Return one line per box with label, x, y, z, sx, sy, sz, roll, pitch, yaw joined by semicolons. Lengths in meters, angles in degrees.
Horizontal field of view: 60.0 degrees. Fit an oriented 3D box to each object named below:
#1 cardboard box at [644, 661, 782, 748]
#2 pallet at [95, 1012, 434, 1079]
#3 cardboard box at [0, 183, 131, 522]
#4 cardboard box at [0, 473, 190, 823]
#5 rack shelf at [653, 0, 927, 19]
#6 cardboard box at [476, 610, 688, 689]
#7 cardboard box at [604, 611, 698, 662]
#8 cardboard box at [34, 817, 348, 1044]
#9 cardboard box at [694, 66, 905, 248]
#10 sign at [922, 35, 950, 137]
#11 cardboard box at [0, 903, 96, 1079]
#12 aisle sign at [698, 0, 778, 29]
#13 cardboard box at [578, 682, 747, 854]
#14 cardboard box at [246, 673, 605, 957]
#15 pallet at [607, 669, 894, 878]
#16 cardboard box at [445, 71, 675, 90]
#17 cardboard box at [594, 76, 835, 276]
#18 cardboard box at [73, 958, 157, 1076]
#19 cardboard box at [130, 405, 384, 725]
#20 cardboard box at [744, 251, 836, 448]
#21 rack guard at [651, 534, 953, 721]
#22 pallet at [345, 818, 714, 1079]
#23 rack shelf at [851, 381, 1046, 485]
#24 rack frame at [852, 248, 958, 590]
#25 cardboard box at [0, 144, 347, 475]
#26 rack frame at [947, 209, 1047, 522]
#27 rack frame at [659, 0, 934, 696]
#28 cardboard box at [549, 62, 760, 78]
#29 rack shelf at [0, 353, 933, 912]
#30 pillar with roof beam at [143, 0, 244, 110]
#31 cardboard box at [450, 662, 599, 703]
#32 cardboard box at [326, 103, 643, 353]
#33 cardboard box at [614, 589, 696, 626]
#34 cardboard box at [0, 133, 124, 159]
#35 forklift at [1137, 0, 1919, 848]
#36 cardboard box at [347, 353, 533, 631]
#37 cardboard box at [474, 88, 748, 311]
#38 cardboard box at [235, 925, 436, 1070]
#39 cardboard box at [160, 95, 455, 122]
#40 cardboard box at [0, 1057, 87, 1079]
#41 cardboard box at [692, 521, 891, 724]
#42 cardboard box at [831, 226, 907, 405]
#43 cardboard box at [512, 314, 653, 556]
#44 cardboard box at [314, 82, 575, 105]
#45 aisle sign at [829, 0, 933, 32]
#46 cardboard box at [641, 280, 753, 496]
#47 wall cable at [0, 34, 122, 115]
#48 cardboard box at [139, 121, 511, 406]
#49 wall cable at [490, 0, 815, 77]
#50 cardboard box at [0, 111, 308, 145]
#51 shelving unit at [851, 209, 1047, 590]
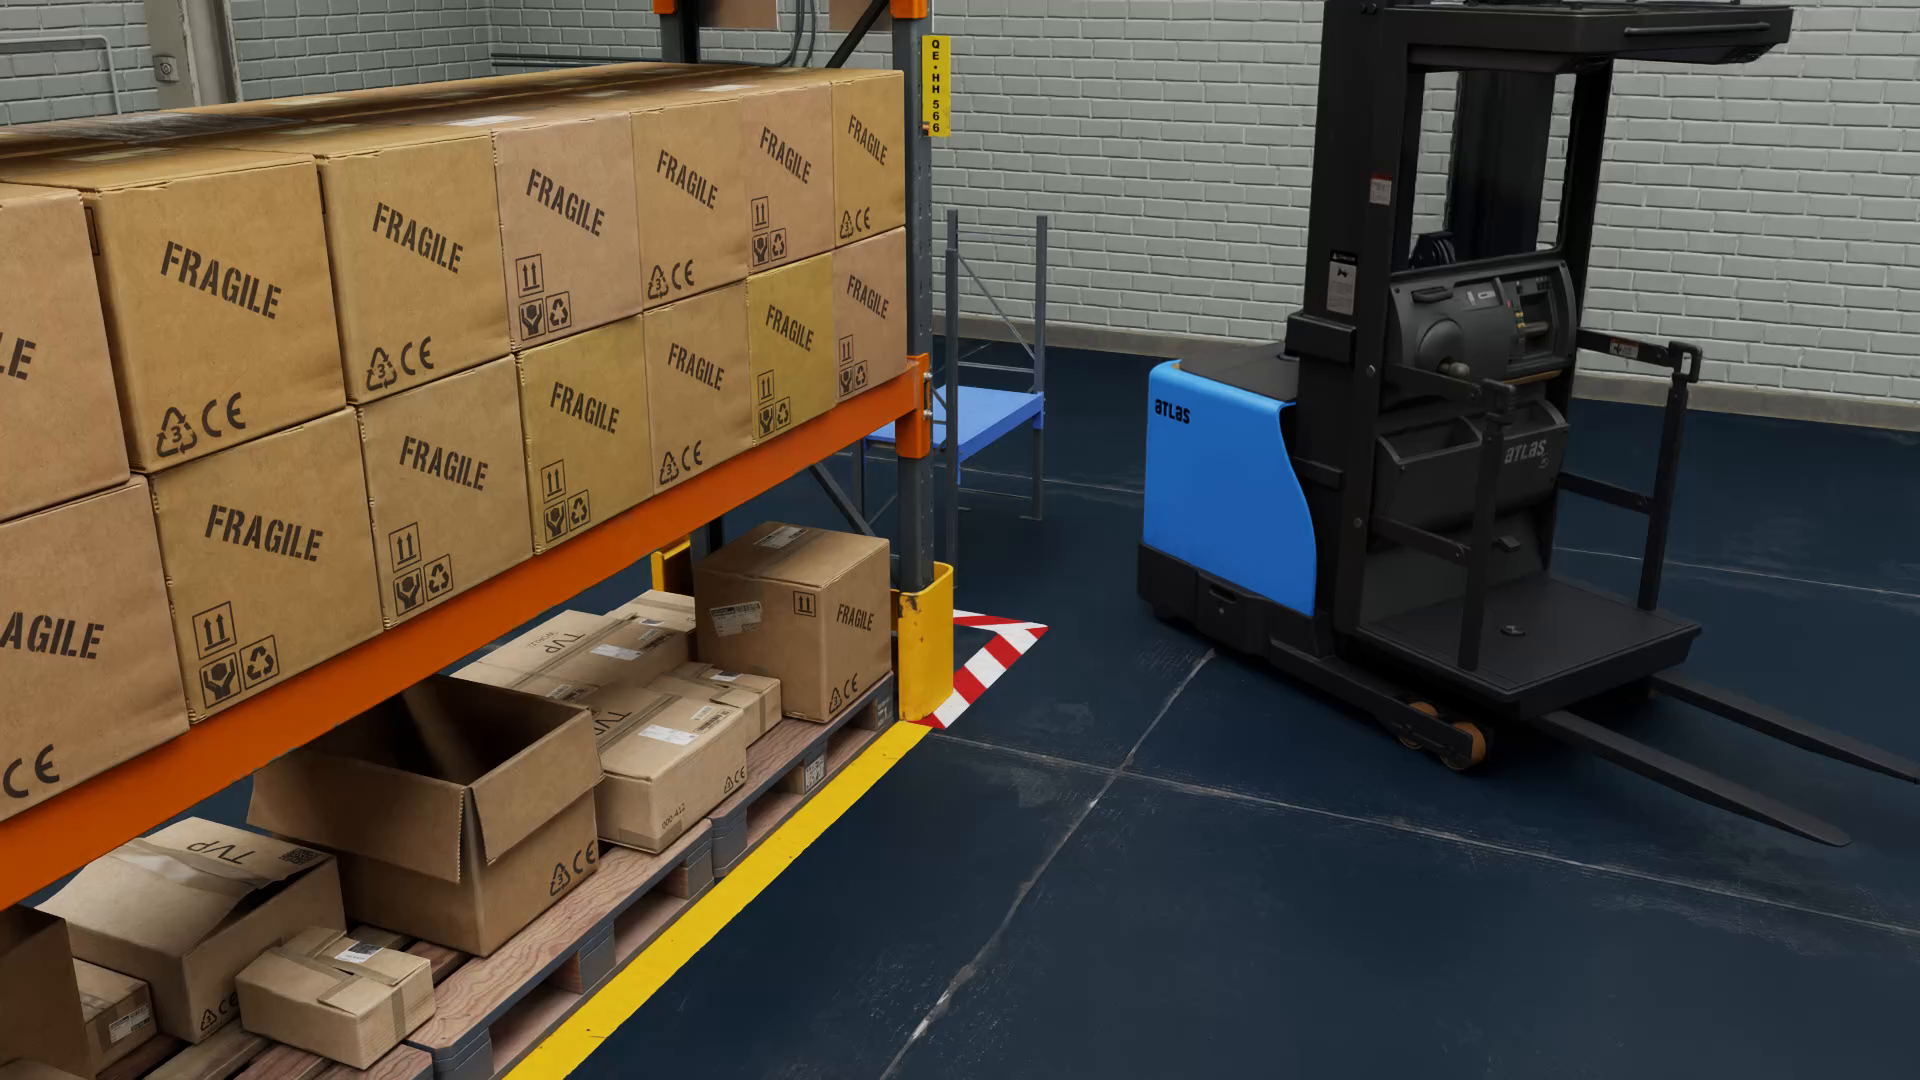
cardboard box;-0.823;0.542;5.541;0.380;0.166;0.250;9;21;23
pallet;-1.933;1.430;3.634;1.003;0.211;1.213;9;21;23
cardboard box;-1.765;-0.298;2.689;0.500;0.500;0.500;9;22;24
cardboard box;-1.757;0.160;2.893;0.500;0.500;0.500;9;22;24
rack shelf;-1.396;-1.360;3.914;1.077;0.370;4.000;9;21;23
cardboard box;-1.263;0.471;5.615;0.500;0.250;0.500;9;21;23
cardboard box;-1.164;0.388;5.974;0.380;0.166;0.250;9;21;23
cardboard box;-1.933;0.943;4.198;0.500;0.311;0.500;9;21;23
cardboard box;-0.508;-1.242;5.342;0.500;0.500;0.500;8;21;22
sign;-0.079;-1.509;5.537;0.100;0.325;0.005;9;21;23
cardboard box;-2.240;1.083;3.521;0.500;0.500;0.500;9;21;23
aisle sign;-0.817;-2.183;5.752;0.394;0.787;0.004;9;21;23
cardboard box;-0.991;0.677;5.035;0.500;0.250;0.500;9;21;23
cardboard box;-1.450;0.719;4.539;0.797;0.503;0.637;9;21;23
pallet;-0.934;0.684;5.732;1.003;0.211;1.213;9;21;23
cardboard box;-1.206;-1.155;5.099;0.500;0.500;0.500;9;21;23
cardboard box;-0.714;-1.087;4.908;0.500;0.500;0.500;9;22;24
cardboard box;-2.141;1.125;3.926;0.380;0.149;0.250;9;21;23
cardboard box;-1.551;0.003;3.335;0.500;0.500;0.500;9;21;24
cardboard box;-0.721;-0.611;5.061;0.500;0.500;0.500;9;21;23
rack guard;-0.608;0.304;6.369;1.175;0.500;0.348;9;21;23
pallet;-1.434;1.055;4.687;1.003;0.211;1.213;9;21;23
rack shelf;-0.035;-0.511;7.704;0.538;0.185;1.000;9;21;23
rack frame;-0.243;-0.525;7.207;0.500;1.500;0.032;9;21;23
cardboard box;-1.554;-0.456;3.133;0.500;0.500;0.500;8;21;21
rack frame;0.173;-0.836;8.081;0.500;1.500;0.032;9;21;23
rack frame;-0.577;-0.897;6.015;1.000;3.000;0.127;9;21;23
cardboard box;-0.999;-1.316;5.551;0.500;0.500;0.500;9;22;24
rack shelf;-1.396;0.053;4.417;1.077;0.370;4.000;9;21;23
pillar with roof beam;-0.854;-4.756;7.912;9.100;9.000;0.400;9;21;23
cardboard box;-1.468;0.624;5.185;0.500;0.250;0.500;9;21;23
cardboard box;-1.133;-0.771;4.019;0.500;0.500;0.500;9;22;24
cardboard box;-1.062;0.319;6.192;0.380;0.149;0.250;9;21;23
cardboard box;-2.037;-0.540;3.369;0.500;0.500;0.500;8;21;22
forklift;1.990;-0.768;5.755;1.130;2.935;3.031;-13;23;-31
cardboard box;-1.344;-0.150;3.764;0.500;0.500;0.500;8;21;22
cardboard box;-0.922;-0.928;4.460;0.500;0.500;0.500;9;22;24
cardboard box;-1.500;1.089;4.003;0.380;0.166;0.250;9;21;23
cardboard box;-1.623;-0.848;4.234;0.500;0.500;0.500;8;21;22
cardboard box;-1.846;1.286;3.231;0.500;0.311;0.500;9;21;23
cardboard box;-0.575;0.273;5.798;0.500;0.500;0.500;9;21;23
cardboard box;-0.512;-0.770;5.509;0.500;0.500;0.500;9;22;24
cardboard box;-1.137;-0.305;4.201;0.500;0.500;0.500;8;21;22
cardboard box;-1.416;-1.003;4.671;0.500;0.500;0.500;9;21;23
aisle sign;-0.269;-2.101;5.520;0.394;0.787;0.004;9;21;23
cardboard box;-0.930;-0.459;4.635;0.500;0.500;0.500;9;21;23
wall cable;-5.436;-2.576;9.219;0.084;1.984;1.851;9;21;23
cardboard box;-1.343;-0.613;3.575;0.500;0.500;0.500;8;21;21
wall cable;-2.455;-4.619;12.162;3.097;2.526;0.112;9;21;23
cardboard box;-1.830;-0.694;3.802;0.500;0.500;0.500;9;21;23
shelving unit;-0.035;-0.681;7.644;0.538;1.500;1.048;9;21;23
